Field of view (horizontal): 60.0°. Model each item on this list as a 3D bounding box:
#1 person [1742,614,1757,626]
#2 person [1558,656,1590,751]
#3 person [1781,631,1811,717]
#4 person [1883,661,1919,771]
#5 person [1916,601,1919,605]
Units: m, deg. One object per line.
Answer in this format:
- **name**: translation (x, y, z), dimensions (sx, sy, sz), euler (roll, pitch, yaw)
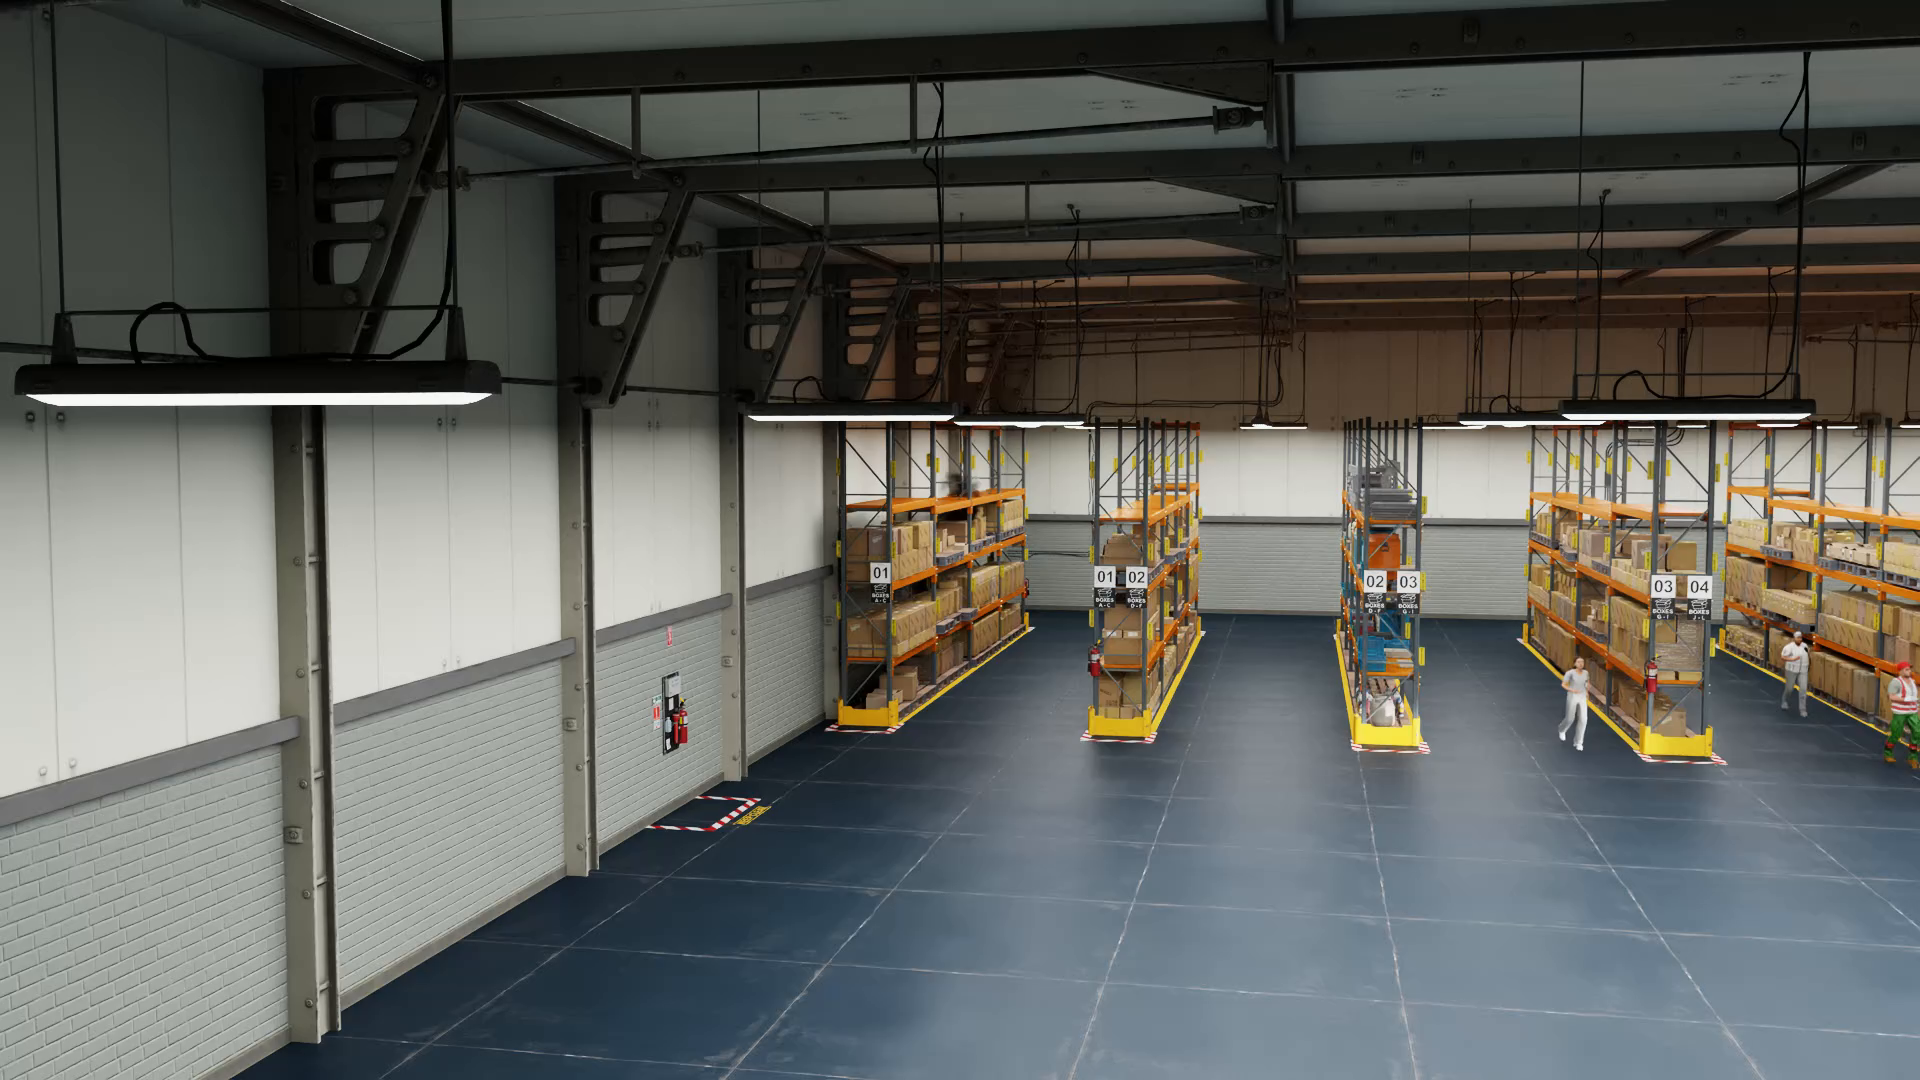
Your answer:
- **person**: translation (21.415, 1.954, 44.981), dimensions (0.742, 1.754, 0.560), euler (0, 4, 6)
- **person**: translation (11.218, 2.936, 30.291), dimensions (0.578, 1.682, 0.839), euler (0, 4, -2)
- **person**: translation (16.956, 2.682, 33.737), dimensions (0.632, 1.673, 0.902), euler (0, 4, 7)
- **person**: translation (16.082, 2.990, 28.336), dimensions (0.665, 1.858, 0.725), euler (-1, 4, -13)
- **person**: translation (25.917, 1.958, 44.410), dimensions (1.016, 1.771, 0.714), euler (3, 5, 39)
